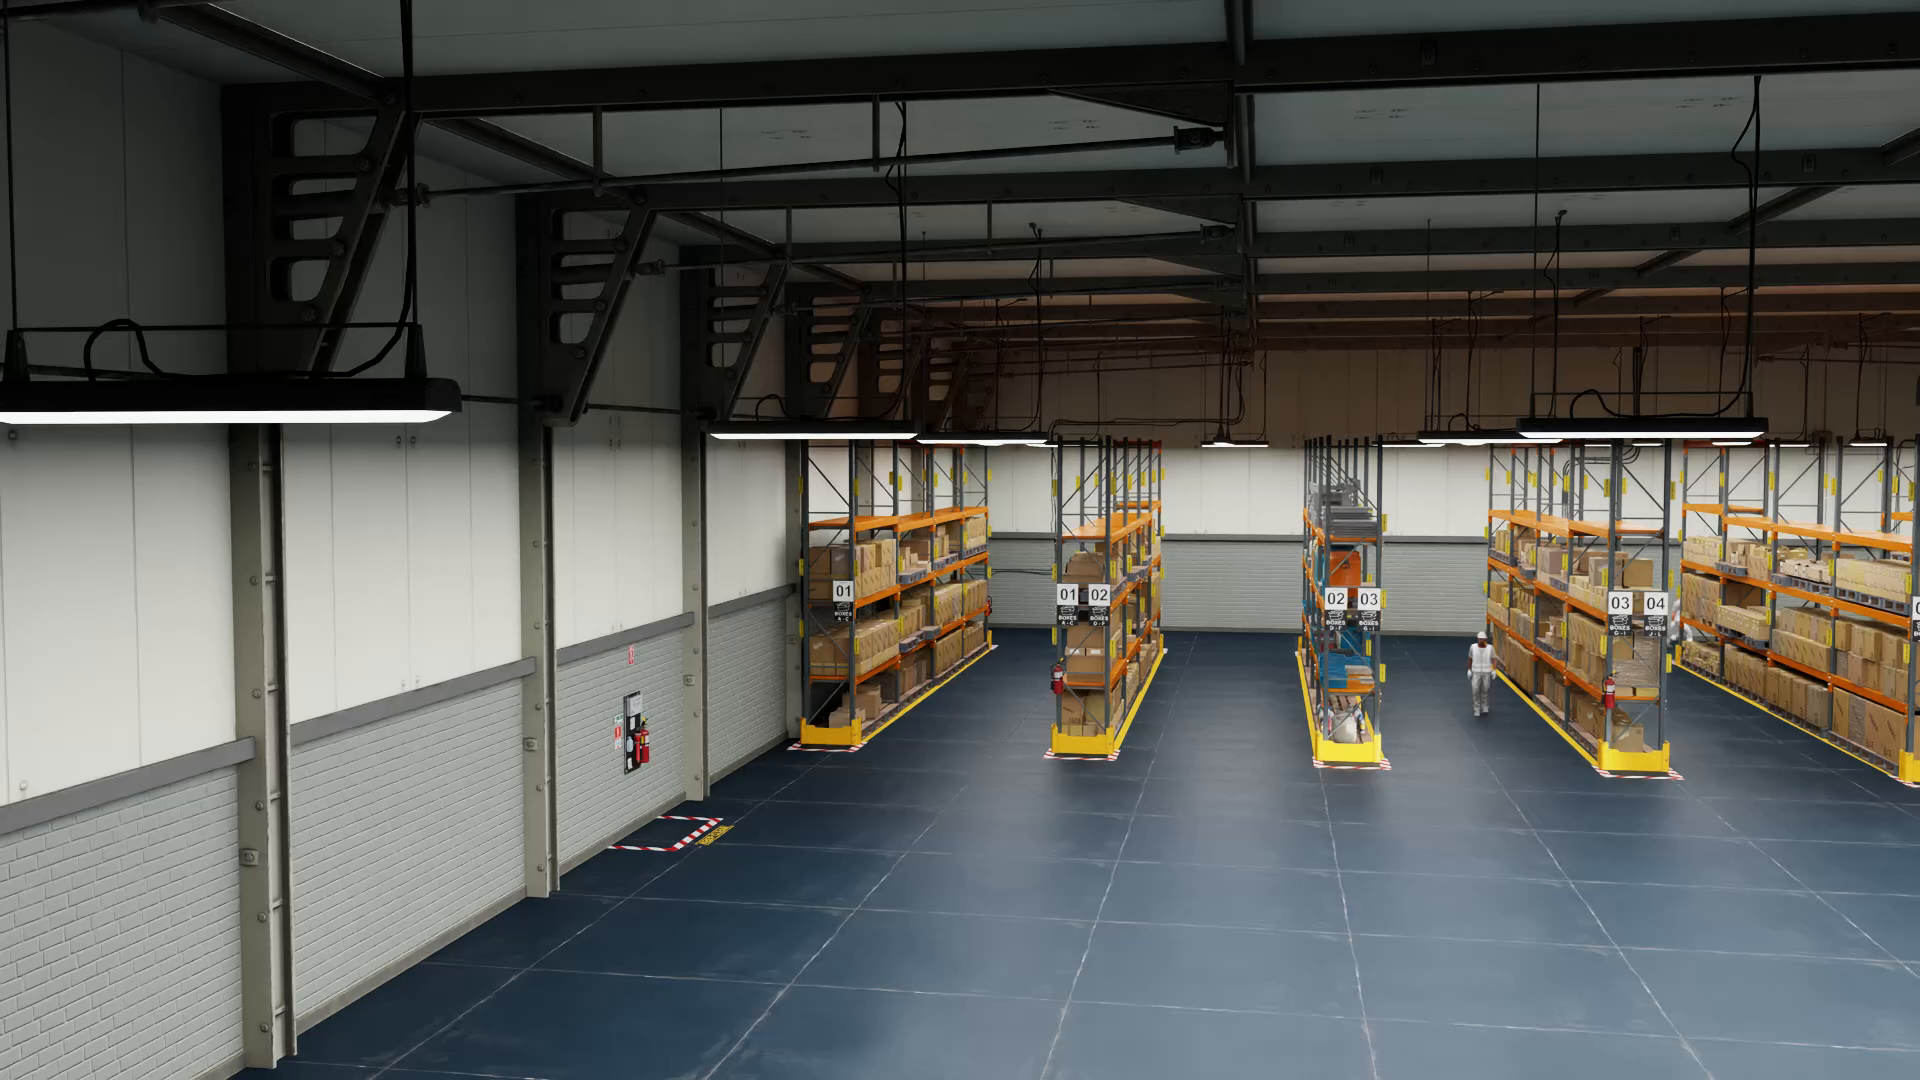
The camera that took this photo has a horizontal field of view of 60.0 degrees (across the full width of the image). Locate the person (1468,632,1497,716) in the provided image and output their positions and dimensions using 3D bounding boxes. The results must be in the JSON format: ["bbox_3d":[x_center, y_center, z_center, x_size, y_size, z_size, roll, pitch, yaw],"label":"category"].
[{"bbox_3d":[11.316,2.903,36.041,0.610,1.838,0.532,1,3,20],"label":"person"}]

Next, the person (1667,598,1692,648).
[{"bbox_3d":[20.688,2.313,47.654,0.530,1.673,1.101,-3,4,-44],"label":"person"}]
